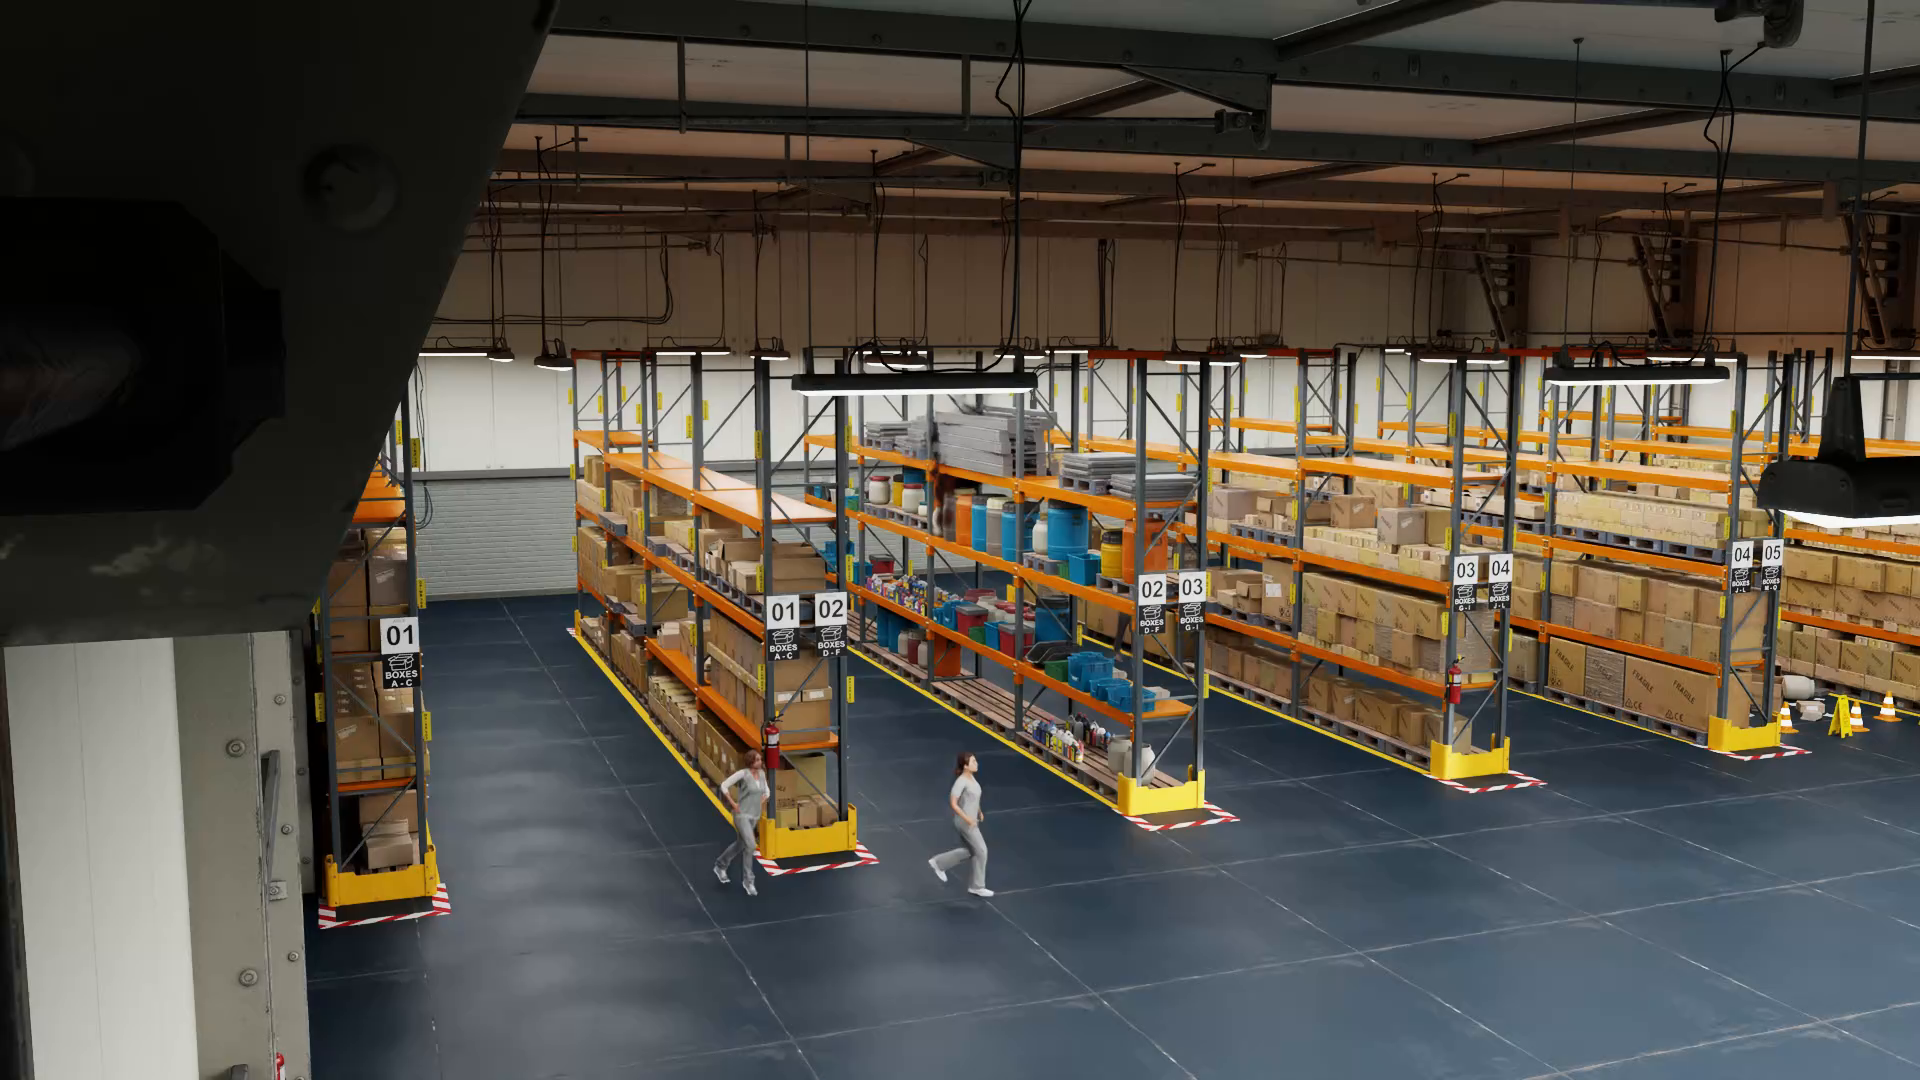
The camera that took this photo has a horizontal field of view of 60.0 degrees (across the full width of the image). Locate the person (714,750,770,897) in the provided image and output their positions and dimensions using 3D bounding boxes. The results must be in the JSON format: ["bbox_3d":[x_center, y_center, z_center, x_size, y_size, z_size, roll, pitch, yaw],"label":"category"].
[{"bbox_3d":[-2.463,3.195,19.078,0.726,1.627,0.535,5,9,34],"label":"person"}]

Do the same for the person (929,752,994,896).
[{"bbox_3d":[0.012,3.201,18.810,0.770,1.655,0.590,1,7,11],"label":"person"}]

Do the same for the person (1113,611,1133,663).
[{"bbox_3d":[3.075,1.434,30.319,0.566,1.688,0.844,-3,8,-20],"label":"person"}]
